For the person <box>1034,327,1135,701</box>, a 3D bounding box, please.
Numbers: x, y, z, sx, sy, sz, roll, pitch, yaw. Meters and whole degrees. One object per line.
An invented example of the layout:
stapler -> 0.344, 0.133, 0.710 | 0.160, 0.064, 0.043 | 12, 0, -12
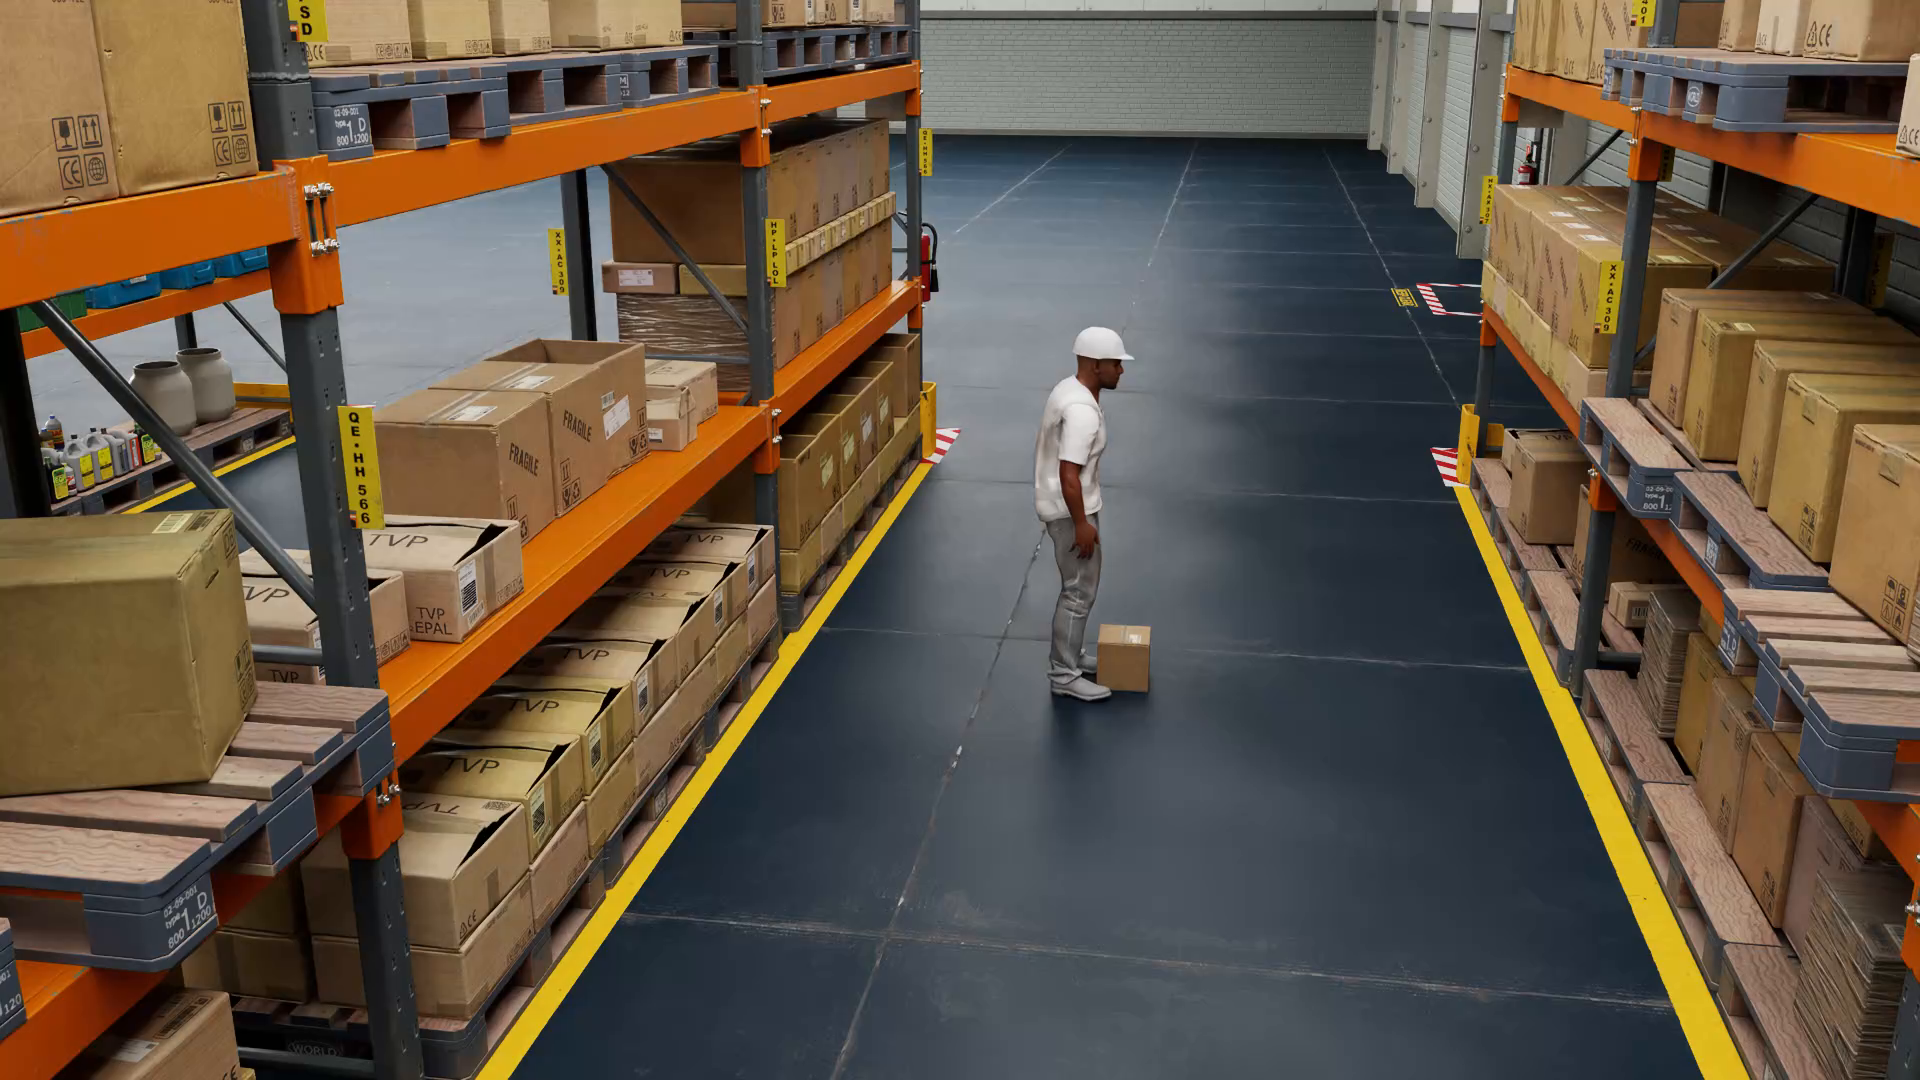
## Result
person -> 0.583, -0.147, 7.984 | 0.462, 1.759, 0.632 | 2, 18, 5
